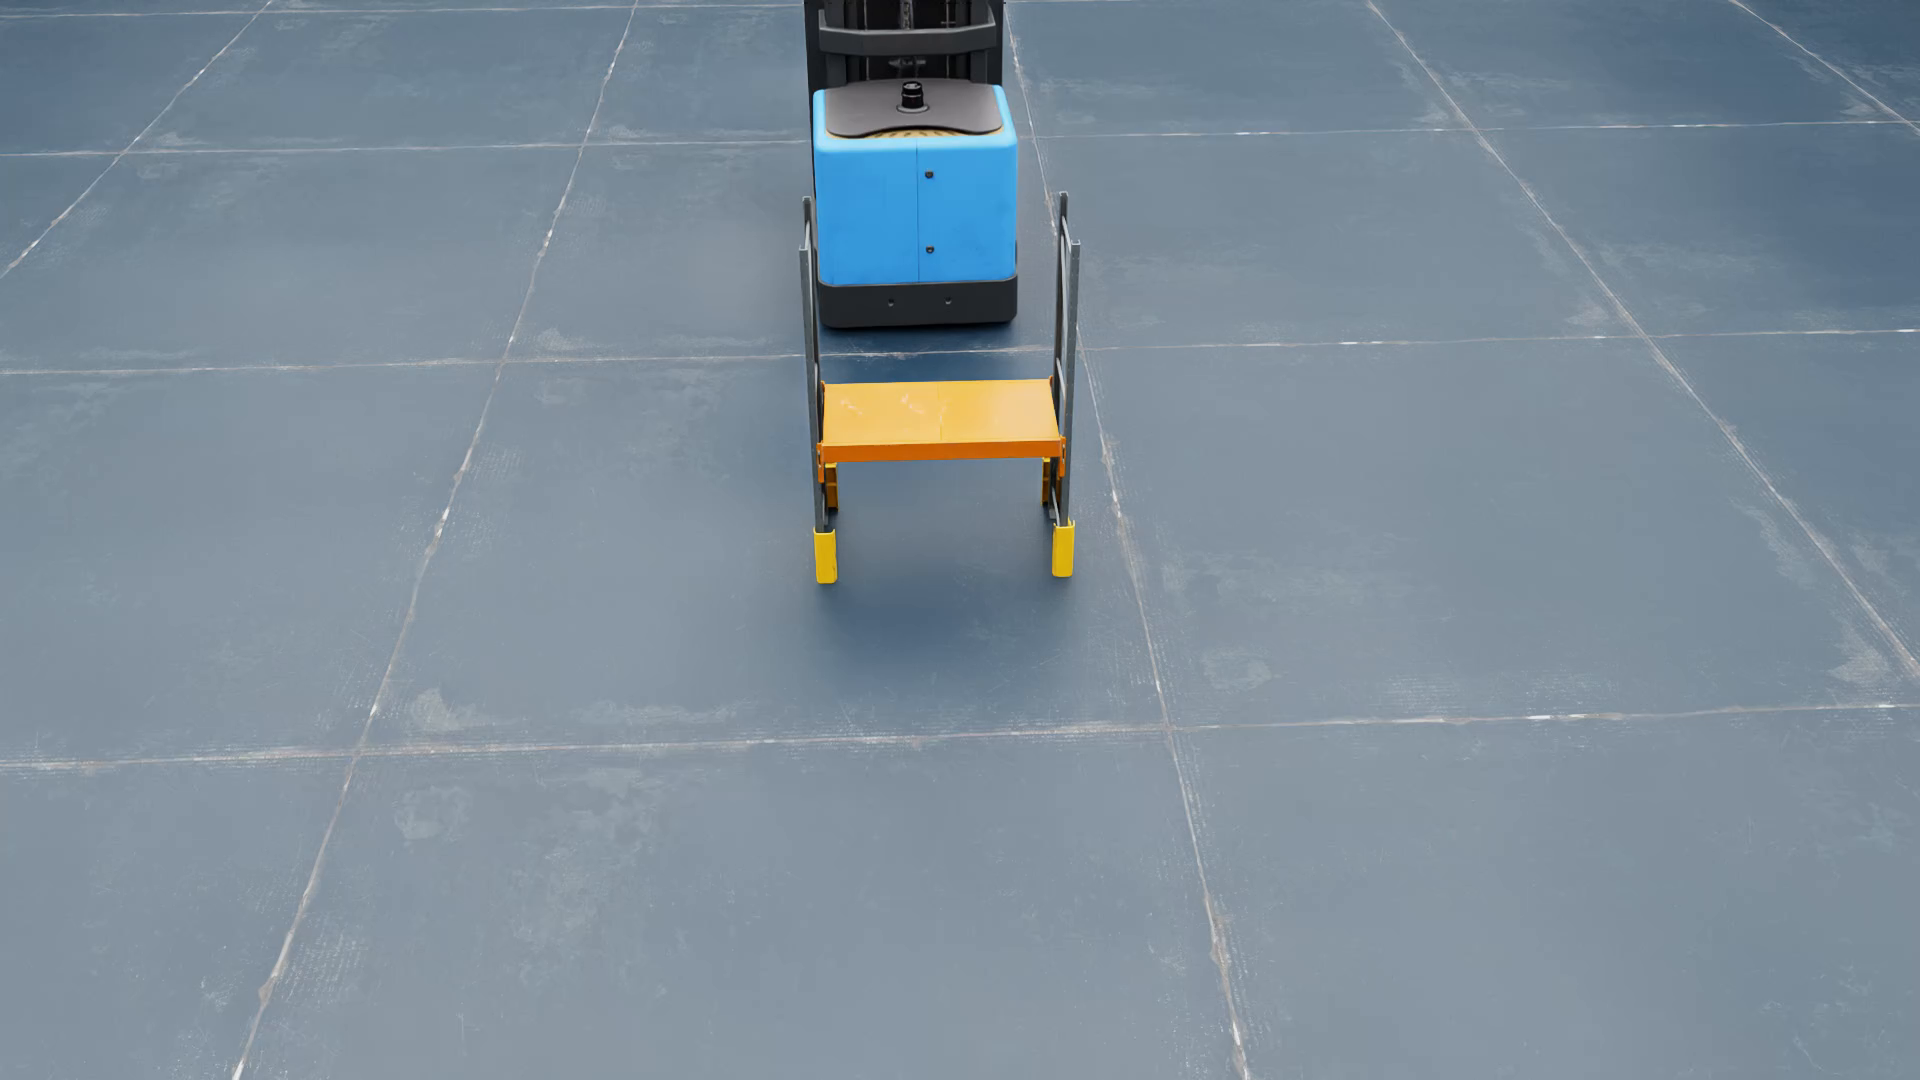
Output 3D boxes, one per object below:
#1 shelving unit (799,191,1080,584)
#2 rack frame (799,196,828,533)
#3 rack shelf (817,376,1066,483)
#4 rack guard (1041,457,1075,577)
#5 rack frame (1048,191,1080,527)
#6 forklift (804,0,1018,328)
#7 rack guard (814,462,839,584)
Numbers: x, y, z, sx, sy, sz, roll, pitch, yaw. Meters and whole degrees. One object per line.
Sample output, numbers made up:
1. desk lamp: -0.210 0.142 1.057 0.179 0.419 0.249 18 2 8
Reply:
1. shelving unit: -0.076 -0.615 6.820 1.083 1.500 0.587 -2 35 -2
2. rack frame: -0.593 -0.601 6.800 0.032 1.500 0.500 -2 35 -2
3. rack shelf: -0.085 -0.467 6.922 1.000 0.185 0.538 -2 35 -2
4. rack guard: 0.421 -0.114 7.195 0.087 0.250 0.587 -2 35 -2
5. rack frame: 0.423 -0.628 6.840 0.032 1.500 0.500 -2 35 -2
6. forklift: -0.327 -3.139 9.210 1.130 2.935 3.031 -3 35 -4
7. rack guard: -0.574 -0.087 7.157 0.087 0.250 0.587 -2 35 -2
